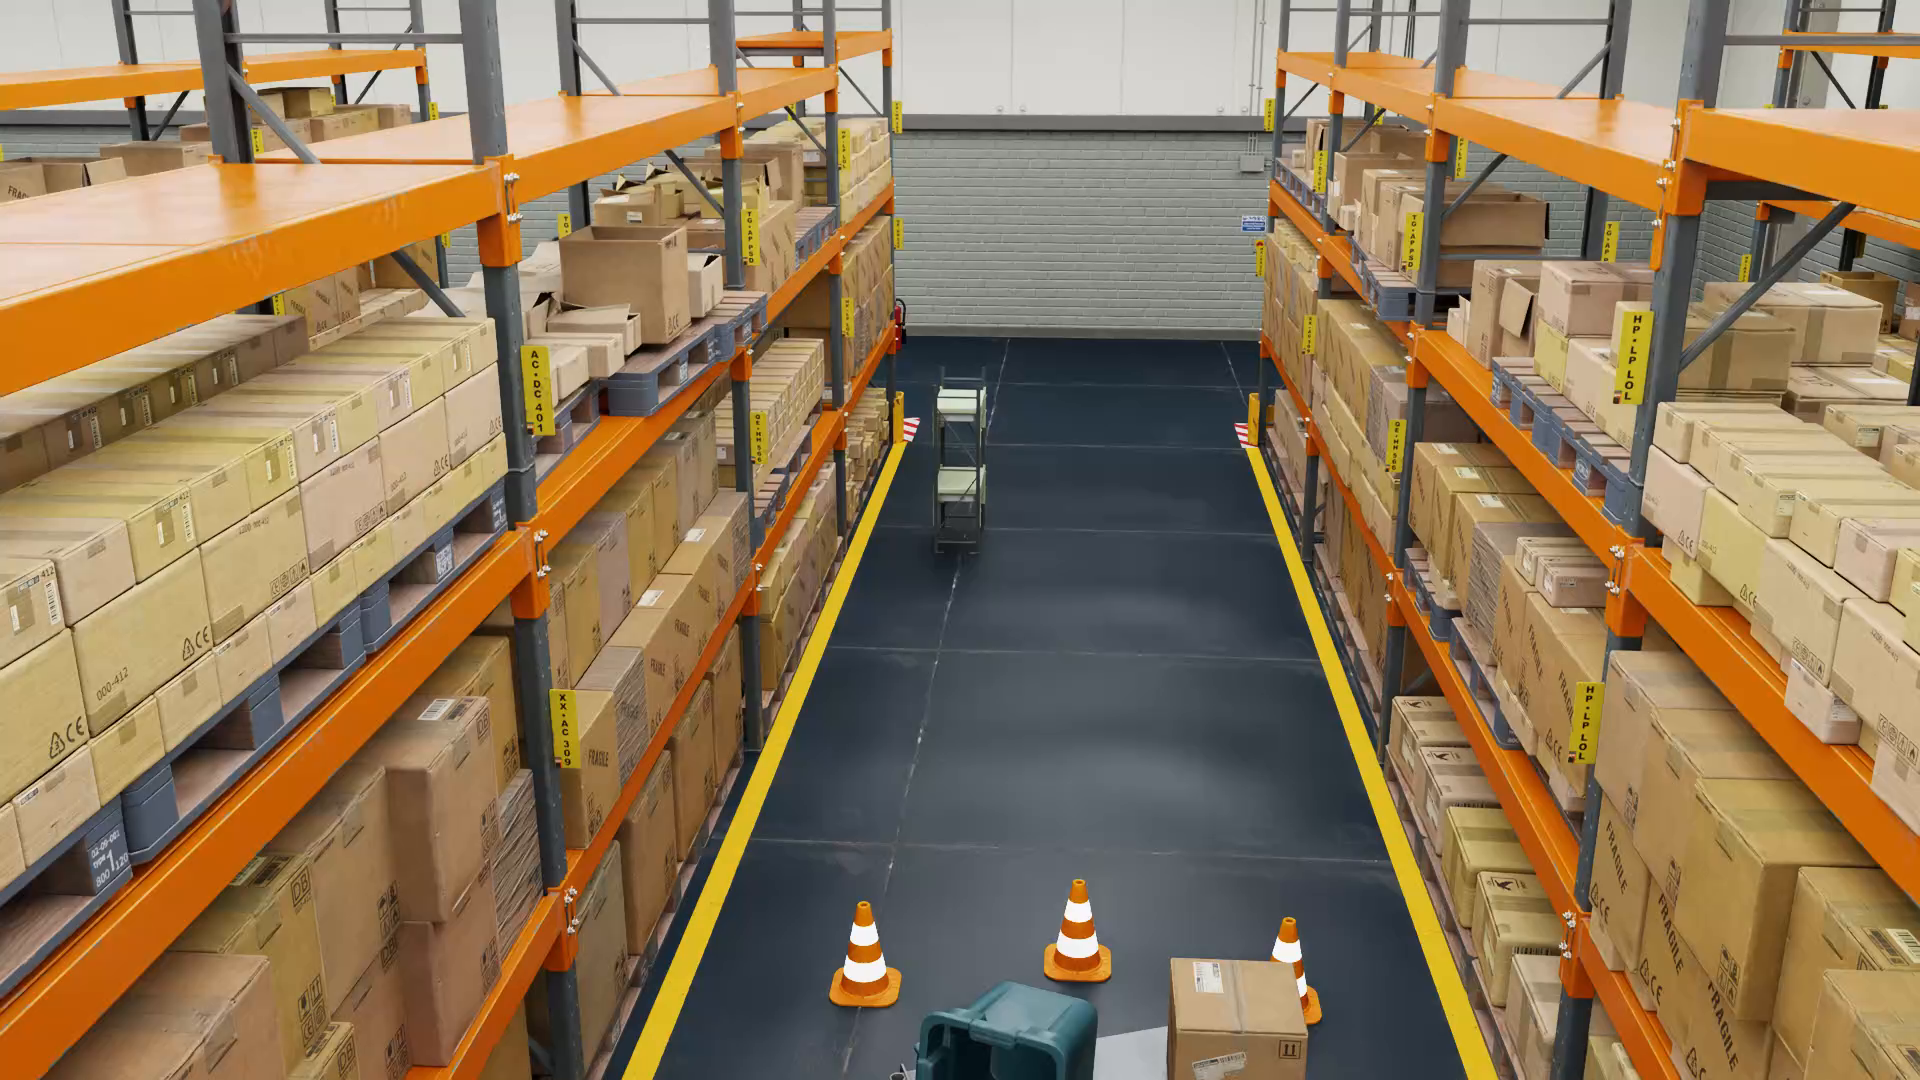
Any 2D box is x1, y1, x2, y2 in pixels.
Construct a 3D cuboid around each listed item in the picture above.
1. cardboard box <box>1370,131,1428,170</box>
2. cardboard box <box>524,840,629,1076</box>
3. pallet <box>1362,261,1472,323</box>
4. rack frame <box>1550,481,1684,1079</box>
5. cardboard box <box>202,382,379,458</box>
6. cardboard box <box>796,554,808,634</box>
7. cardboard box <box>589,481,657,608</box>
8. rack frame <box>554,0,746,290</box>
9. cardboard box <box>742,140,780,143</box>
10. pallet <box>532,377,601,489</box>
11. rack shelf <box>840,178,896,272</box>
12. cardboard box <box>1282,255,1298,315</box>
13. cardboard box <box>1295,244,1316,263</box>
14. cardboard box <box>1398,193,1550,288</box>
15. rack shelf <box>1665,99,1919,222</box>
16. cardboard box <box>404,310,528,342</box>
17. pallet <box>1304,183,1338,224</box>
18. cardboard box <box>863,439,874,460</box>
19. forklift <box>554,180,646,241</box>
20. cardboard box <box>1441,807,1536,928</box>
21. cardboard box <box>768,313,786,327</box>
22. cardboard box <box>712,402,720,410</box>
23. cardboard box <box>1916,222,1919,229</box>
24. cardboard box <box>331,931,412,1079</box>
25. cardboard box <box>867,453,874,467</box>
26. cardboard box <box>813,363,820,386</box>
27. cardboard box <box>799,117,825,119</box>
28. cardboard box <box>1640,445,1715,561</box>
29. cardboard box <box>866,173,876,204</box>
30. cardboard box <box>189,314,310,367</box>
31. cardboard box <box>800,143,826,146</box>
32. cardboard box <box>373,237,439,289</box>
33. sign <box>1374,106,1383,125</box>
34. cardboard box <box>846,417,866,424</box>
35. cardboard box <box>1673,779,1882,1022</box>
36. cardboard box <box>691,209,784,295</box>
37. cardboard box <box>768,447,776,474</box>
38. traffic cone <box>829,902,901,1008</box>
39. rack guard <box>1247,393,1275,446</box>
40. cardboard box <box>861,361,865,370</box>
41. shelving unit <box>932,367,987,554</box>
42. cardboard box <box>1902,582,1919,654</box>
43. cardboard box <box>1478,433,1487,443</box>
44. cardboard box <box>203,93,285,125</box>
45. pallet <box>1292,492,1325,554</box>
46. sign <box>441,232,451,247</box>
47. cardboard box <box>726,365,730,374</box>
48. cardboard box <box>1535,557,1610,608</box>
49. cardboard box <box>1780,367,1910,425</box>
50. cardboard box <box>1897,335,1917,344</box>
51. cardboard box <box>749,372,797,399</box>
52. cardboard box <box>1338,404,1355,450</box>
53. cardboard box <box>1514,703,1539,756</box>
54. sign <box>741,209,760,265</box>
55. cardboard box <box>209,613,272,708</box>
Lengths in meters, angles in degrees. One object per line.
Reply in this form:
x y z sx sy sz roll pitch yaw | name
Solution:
3.703 -3.141 13.879 0.500 0.500 0.500 2 18 5 | cardboard box
-2.112 1.837 7.438 1.050 0.750 0.750 1 18 4 | cardboard box
3.158 -1.538 10.284 1.213 0.211 1.003 2 18 6 | pallet
2.878 1.242 6.317 1.000 3.000 0.127 1 18 4 | rack frame
-1.847 -0.334 4.596 0.380 0.149 0.250 1 18 4 | cardboard box
-1.410 0.379 12.290 0.500 0.500 0.500 1 18 3 | cardboard box
-1.928 0.012 8.303 0.700 0.500 0.500 1 18 3 | cardboard box
-1.780 -2.931 9.415 1.000 3.000 0.127 1 18 4 | rack frame
-1.759 -3.366 14.358 0.380 0.149 0.250 1 18 4 | cardboard box
-2.050 -0.458 6.993 0.805 0.209 1.217 1 18 2 | pallet
-1.350 -3.027 15.681 1.077 0.370 4.000 1 18 4 | rack shelf
3.325 -2.390 15.632 0.500 0.500 0.500 1 18 4 | cardboard box
3.313 -2.649 15.382 0.380 0.149 0.250 1 18 4 | cardboard box
3.041 -1.795 9.927 0.797 0.503 0.637 0 18 1 | cardboard box
2.734 -0.645 3.599 1.077 0.370 4.000 1 18 4 | rack shelf
-2.198 -0.827 7.219 0.500 0.250 0.500 1 18 3 | cardboard box
3.520 -2.880 14.221 1.003 0.211 1.213 1 18 4 | pallet
-1.048 -0.892 16.256 0.380 0.149 0.250 1 18 4 | cardboard box
-3.139 -1.914 16.058 1.130 2.935 3.031 8 20 22 | forklift
3.009 1.688 8.499 0.950 0.372 0.625 2 18 6 | cardboard box
-1.729 -2.138 14.387 0.500 0.500 0.500 1 18 2 | cardboard box
-2.053 -0.969 12.794 0.380 0.149 0.250 0 18 1 | cardboard box
8.154 -2.634 13.730 0.380 0.149 0.250 1 18 4 | cardboard box
-2.254 1.542 5.158 0.875 0.550 0.550 1 18 4 | cardboard box
-1.059 -0.837 16.564 0.380 0.149 0.250 2 18 5 | cardboard box
-1.343 -1.334 13.428 0.380 0.149 0.250 1 18 4 | cardboard box
-1.457 -4.250 17.057 0.380 0.149 0.250 1 18 3 | cardboard box
2.573 -0.123 5.428 0.500 0.250 0.500 1 18 3 | cardboard box
-1.072 -3.294 15.581 0.500 0.250 0.500 2 18 6 | cardboard box
-2.432 -0.664 5.603 0.380 0.149 0.250 1 18 4 | cardboard box
-1.178 -3.272 14.072 0.380 0.149 0.250 1 18 2 | cardboard box
-5.919 -2.976 17.746 0.500 0.500 0.500 2 18 5 | cardboard box
4.278 -4.278 17.048 0.100 0.325 0.005 1 18 4 | sign
-1.134 -1.119 16.469 0.380 0.149 0.250 1 18 2 | cardboard box
2.509 1.023 4.740 0.700 0.500 0.500 1 18 3 | cardboard box
-1.445 -1.880 10.864 0.500 0.500 0.500 1 18 4 | cardboard box
-1.491 -0.545 11.500 0.380 0.149 0.250 2 18 6 | cardboard box
-0.464 1.985 8.121 0.336 0.463 0.334 1 18 4 | traffic cone
3.740 -1.305 18.103 1.175 0.500 0.348 1 18 4 | rack guard
-1.101 -1.694 15.678 0.380 0.149 0.250 2 18 6 | cardboard box
0.000 -0.711 14.683 0.431 1.500 0.755 1 18 4 | shelving unit
2.397 0.210 3.770 0.380 0.149 0.250 2 18 5 | cardboard box
3.444 -0.671 10.388 0.500 0.500 0.500 1 18 2 | cardboard box
-6.359 -3.833 14.785 0.500 0.250 0.500 0 18 0 | cardboard box
3.584 -0.152 15.049 1.003 0.211 1.213 1 18 4 | pallet
-5.606 -3.353 18.099 0.100 0.325 0.005 1 18 4 | sign
-2.015 -1.407 13.172 0.380 0.149 0.250 1 18 4 | cardboard box
2.722 0.182 7.195 0.380 0.149 0.250 1 18 2 | cardboard box
3.320 -0.485 6.334 0.500 0.250 0.500 1 18 2 | cardboard box
8.775 -1.667 14.958 0.500 0.250 0.500 2 18 5 | cardboard box
-1.422 -1.151 12.393 0.380 0.149 0.250 0 18 1 | cardboard box
3.032 -0.803 11.995 0.500 0.250 0.500 1 18 2 | cardboard box
2.659 0.833 7.292 0.380 0.149 0.250 1 18 3 | cardboard box
-1.227 -1.774 9.744 0.100 0.325 0.005 1 18 4 | sign
-1.901 0.281 3.999 0.380 0.149 0.250 1 18 4 | cardboard box
